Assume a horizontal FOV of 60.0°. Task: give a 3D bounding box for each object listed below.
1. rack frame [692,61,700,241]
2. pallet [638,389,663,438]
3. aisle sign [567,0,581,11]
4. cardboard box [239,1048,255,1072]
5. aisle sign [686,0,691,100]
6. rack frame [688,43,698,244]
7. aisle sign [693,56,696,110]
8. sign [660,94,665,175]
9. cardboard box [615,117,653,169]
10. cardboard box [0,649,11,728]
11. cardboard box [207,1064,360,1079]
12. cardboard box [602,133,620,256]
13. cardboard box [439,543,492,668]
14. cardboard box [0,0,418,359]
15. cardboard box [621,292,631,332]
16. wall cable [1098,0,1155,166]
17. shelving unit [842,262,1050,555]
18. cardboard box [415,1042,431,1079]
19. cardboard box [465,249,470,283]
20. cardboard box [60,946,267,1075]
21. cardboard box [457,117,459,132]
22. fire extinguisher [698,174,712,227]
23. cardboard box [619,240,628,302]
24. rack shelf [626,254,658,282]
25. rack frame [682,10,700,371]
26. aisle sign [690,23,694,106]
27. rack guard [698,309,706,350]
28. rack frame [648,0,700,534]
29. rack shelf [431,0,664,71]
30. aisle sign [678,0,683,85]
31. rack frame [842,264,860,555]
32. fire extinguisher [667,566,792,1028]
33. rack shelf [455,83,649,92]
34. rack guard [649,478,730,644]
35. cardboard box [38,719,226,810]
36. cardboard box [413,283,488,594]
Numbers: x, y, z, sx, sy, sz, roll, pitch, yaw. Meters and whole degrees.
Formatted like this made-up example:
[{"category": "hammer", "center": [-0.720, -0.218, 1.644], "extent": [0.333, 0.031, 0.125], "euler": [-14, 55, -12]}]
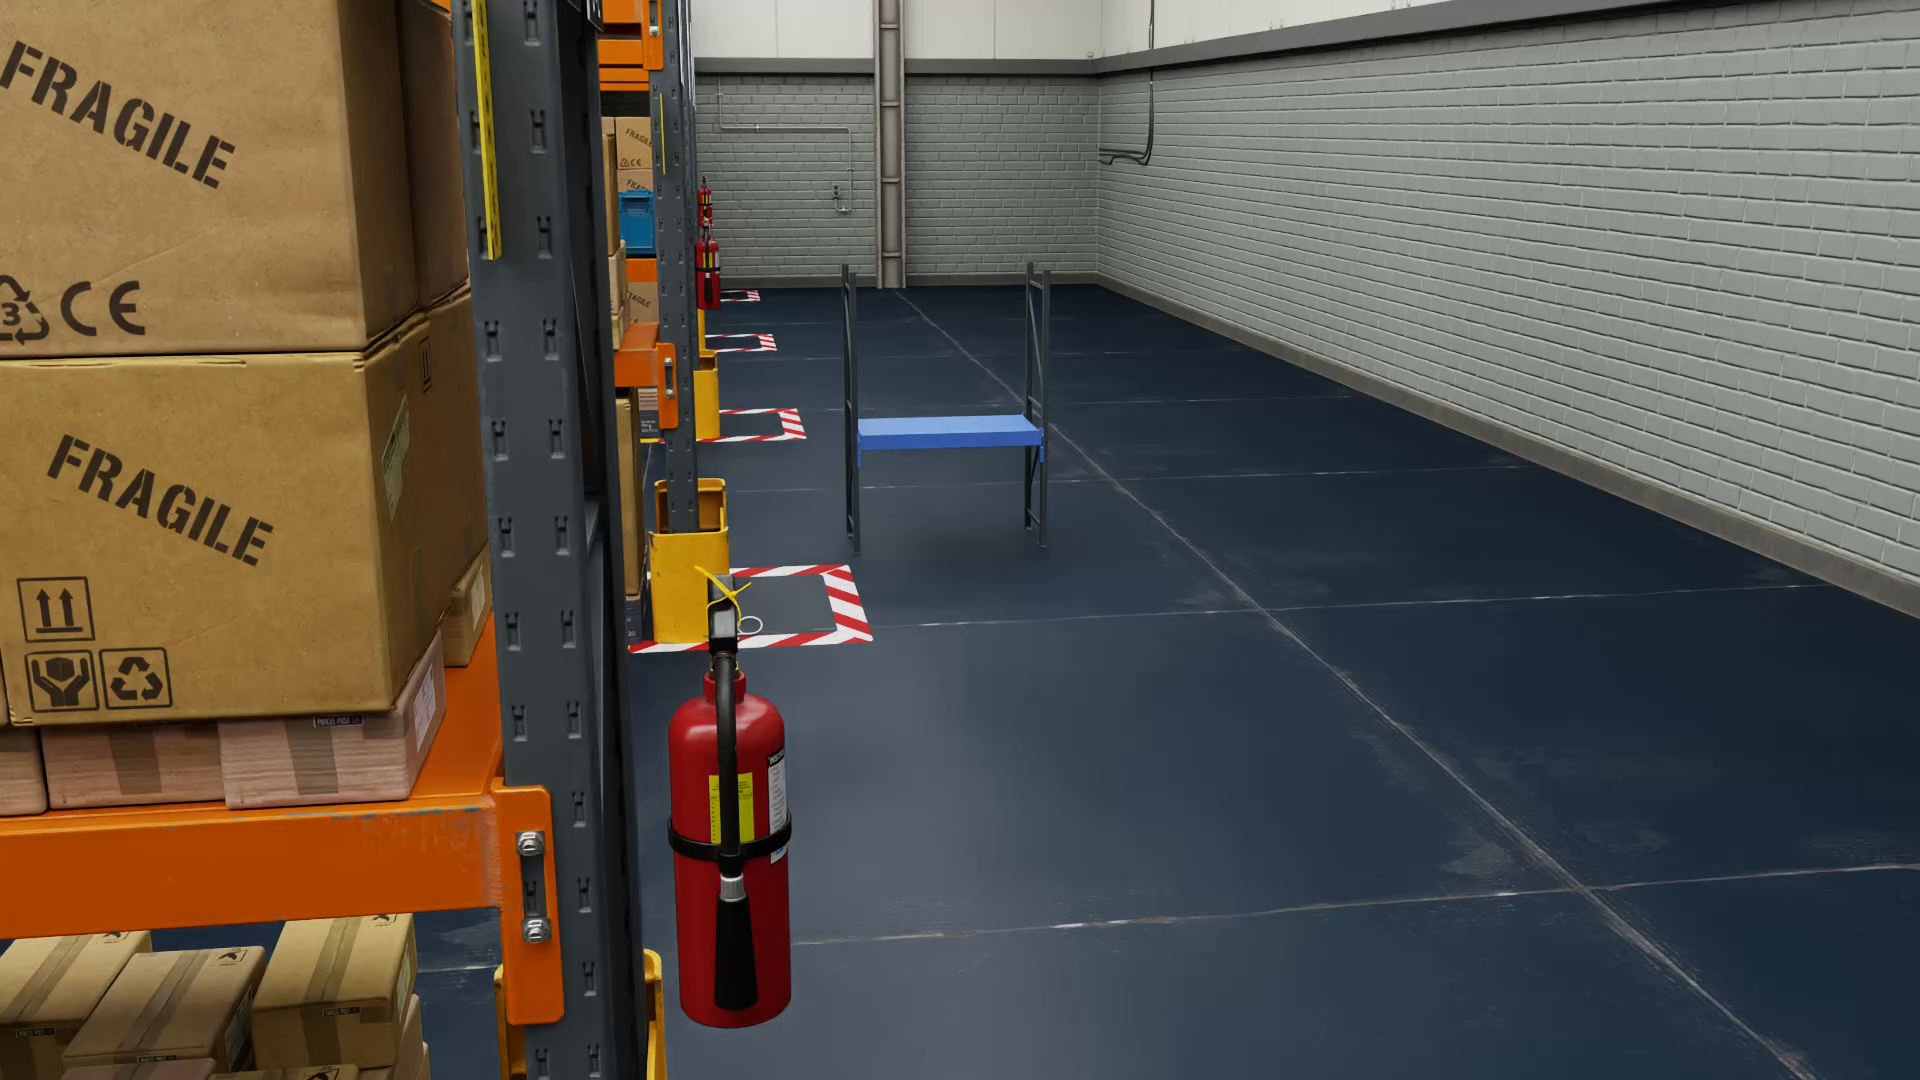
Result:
[{"category": "rack frame", "center": [-3.513, -4.711, 21.840], "extent": [0.127, 3.000, 1.000], "euler": [-2, 14, -8]}, {"category": "pallet", "center": [-2.858, -0.955, 12.595], "extent": [1.213, 0.211, 1.003], "euler": [-2, 14, -8]}, {"category": "aisle sign", "center": [-0.543, -1.131, 2.221], "extent": [0.004, 0.787, 0.394], "euler": [-2, 14, -8]}, {"category": "cardboard box", "center": [-1.496, 1.049, 3.260], "extent": [0.250, 0.149, 0.380], "euler": [-2, 14, -9]}, {"category": "aisle sign", "center": [-1.922, -3.521, 11.751], "extent": [0.004, 0.787, 0.394], "euler": [-2, 14, -8]}, {"category": "rack frame", "center": [-2.771, -3.519, 17.089], "extent": [0.127, 3.000, 1.000], "euler": [-2, 14, -8]}, {"category": "aisle sign", "center": [-3.397, -5.902, 21.246], "extent": [0.004, 0.787, 0.394], "euler": [-2, 14, -8]}, {"category": "sign", "center": [-1.232, -1.682, 6.895], "extent": [0.005, 0.325, 0.100], "euler": [-2, 14, -8]}, {"category": "cardboard box", "center": [-3.170, -3.971, 16.627], "extent": [0.500, 0.500, 0.500], "euler": [-2, 14, -9]}, {"category": "cardboard box", "center": [-1.576, -0.037, 2.385], "extent": [0.500, 0.500, 0.500], "euler": [-2, 14, -9]}, {"category": "cardboard box", "center": [-1.146, 1.031, 2.719], "extent": [0.250, 0.149, 0.380], "euler": [-2, 14, -8]}, {"category": "cardboard box", "center": [-1.742, -1.491, 7.155], "extent": [0.500, 0.500, 0.500], "euler": [-2, 14, -8]}, {"category": "cardboard box", "center": [-1.029, 0.115, 3.113], "extent": [0.250, 0.149, 0.380], "euler": [-2, 14, -9]}, {"category": "cardboard box", "center": [-1.076, -0.541, 2.340], "extent": [0.500, 0.500, 0.500], "euler": [-2, 14, -9]}, {"category": "cardboard box", "center": [-1.699, -1.081, 7.883], "extent": [0.250, 0.149, 0.380], "euler": [-2, 14, -8]}, {"category": "wall cable", "center": [2.133, -6.234, 21.962], "extent": [0.112, 2.526, 3.097], "euler": [-2, 14, -8]}, {"category": "shelving unit", "center": [-0.084, -0.724, 9.027], "extent": [1.048, 1.500, 0.538], "euler": [-2, 14, -8]}, {"category": "cardboard box", "center": [-1.226, 1.181, 3.342], "extent": [0.250, 0.149, 0.380], "euler": [-2, 14, -7]}, {"category": "cardboard box", "center": [-2.241, -1.108, 7.172], "extent": [0.500, 0.250, 0.500], "euler": [-2, 14, -9]}, {"category": "cardboard box", "center": [-1.484, 0.927, 3.133], "extent": [0.250, 0.149, 0.380], "euler": [-2, 14, -7]}, {"category": "cardboard box", "center": [-4.690, -3.914, 16.400], "extent": [0.500, 0.500, 0.500], "euler": [-2, 14, -7]}, {"category": "fire extinguisher", "center": [-3.295, -4.387, 21.474], "extent": [0.183, 0.674, 0.296], "euler": [-2, 14, -8]}, {"category": "cardboard box", "center": [-1.814, -1.255, 7.758], "extent": [0.500, 0.250, 0.500], "euler": [-2, 14, -10]}, {"category": "rack shelf", "center": [-4.015, -1.906, 12.136], "extent": [4.000, 0.370, 1.077], "euler": [-2, 14, -8]}, {"category": "rack frame", "center": [-2.037, -2.328, 12.337], "extent": [0.127, 3.000, 1.000], "euler": [-2, 14, -8]}, {"category": "aisle sign", "center": [-2.658, -4.709, 16.489], "extent": [0.004, 0.787, 0.394], "euler": [-2, 14, -8]}, {"category": "rack guard", "center": [-2.846, -2.304, 17.382], "extent": [0.348, 0.500, 1.175], "euler": [-2, 14, -8]}, {"category": "rack frame", "center": [-1.299, -1.136, 7.587], "extent": [0.127, 3.000, 1.000], "euler": [-2, 14, -8]}, {"category": "rack shelf", "center": [-3.277, -2.170, 7.020], "extent": [4.000, 0.370, 1.077], "euler": [-2, 14, -8]}, {"category": "aisle sign", "center": [-1.183, -2.328, 6.993], "extent": [0.004, 0.787, 0.394], "euler": [-2, 14, -8]}, {"category": "rack frame", "center": [-0.587, -0.706, 8.954], "extent": [0.032, 1.500, 0.500], "euler": [-2, 14, -8]}, {"category": "fire extinguisher", "center": [-0.342, 0.381, 2.463], "extent": [0.183, 0.674, 0.296], "euler": [-2, 14, -8]}, {"category": "rack shelf", "center": [-5.491, -5.744, 21.273], "extent": [4.000, 0.370, 1.077], "euler": [-2, 14, -8]}, {"category": "rack guard", "center": [-1.275, 0.075, 7.894], "extent": [0.348, 0.500, 1.175], "euler": [-2, 14, -8]}, {"category": "cardboard box", "center": [-1.192, 0.262, 2.527], "extent": [0.250, 0.149, 0.380], "euler": [-2, 14, -8]}, {"category": "cardboard box", "center": [-1.145, -0.183, 2.967], "extent": [0.500, 0.500, 0.500], "euler": [-1, 14, -6]}]
